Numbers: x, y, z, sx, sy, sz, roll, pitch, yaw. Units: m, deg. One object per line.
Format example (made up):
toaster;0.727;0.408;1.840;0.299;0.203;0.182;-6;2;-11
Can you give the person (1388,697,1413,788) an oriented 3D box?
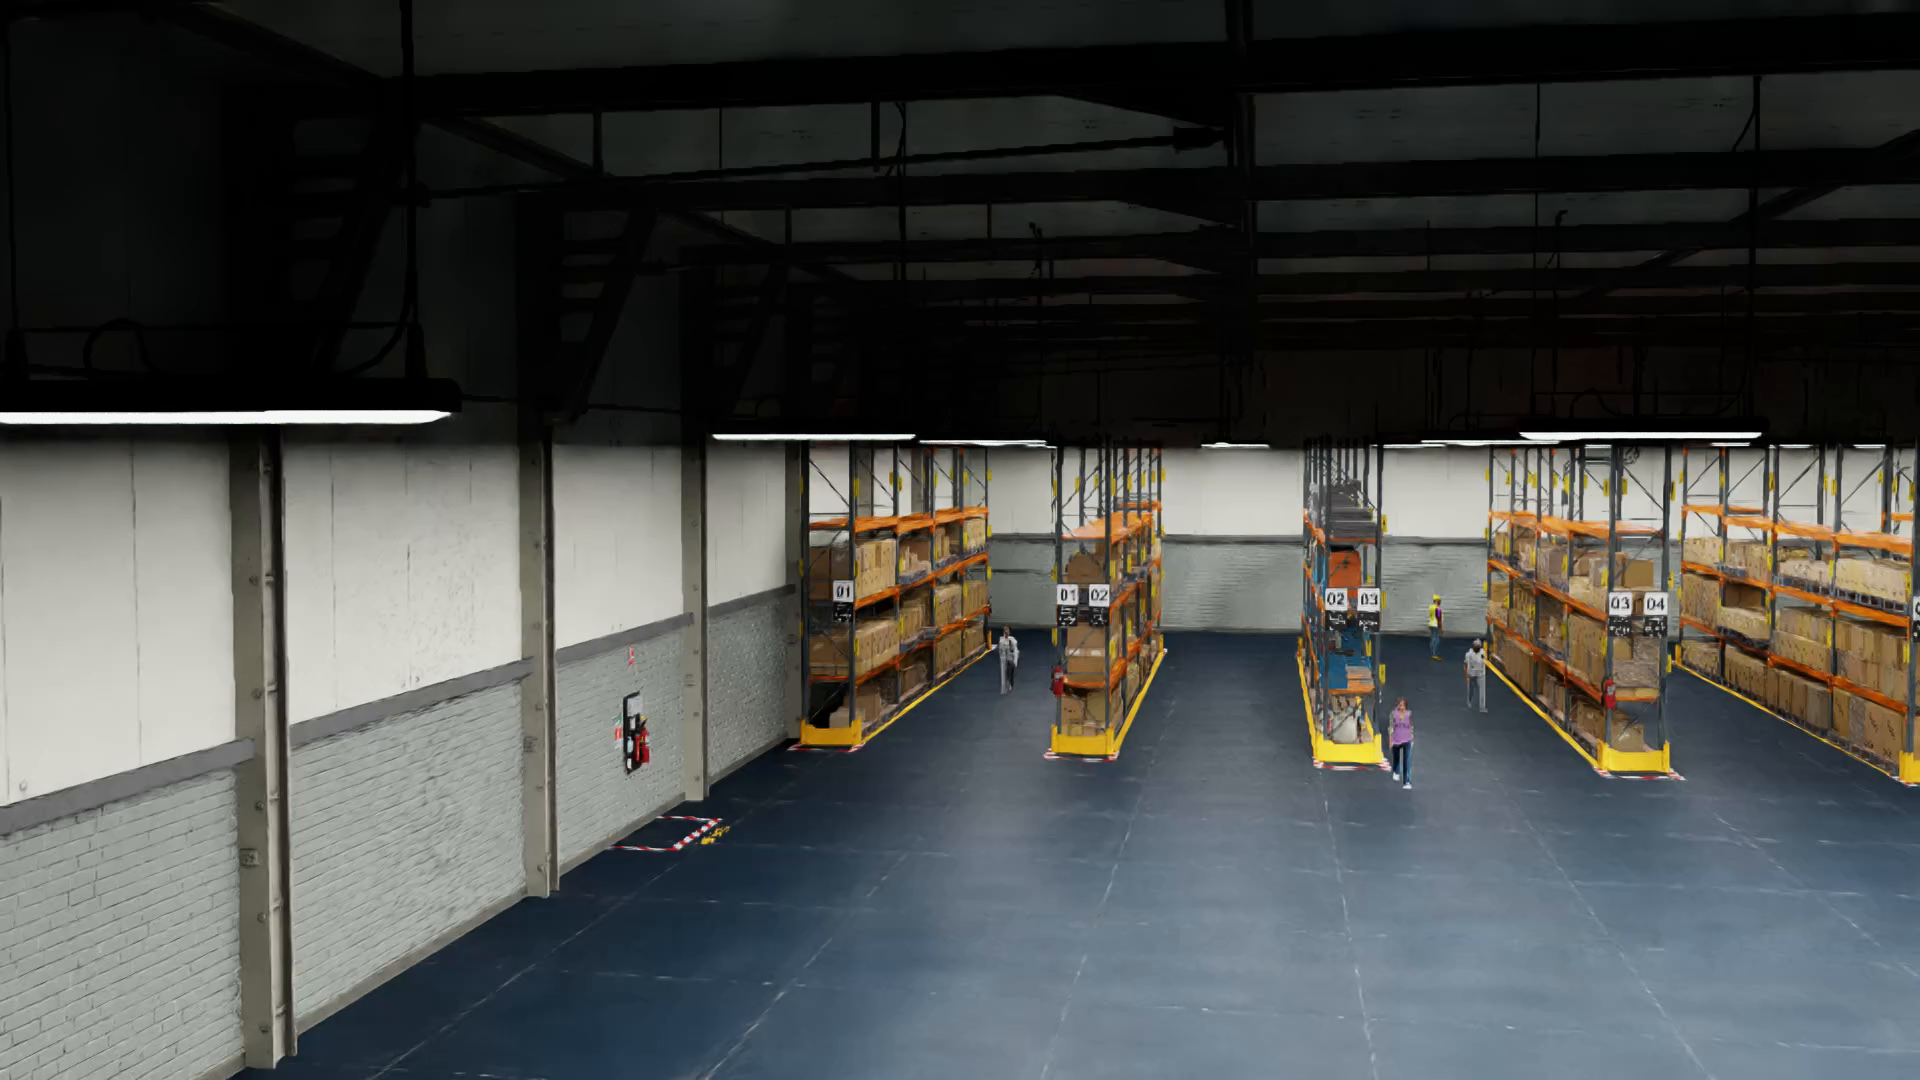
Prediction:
person;7.505;3.416;28.326;0.417;1.516;1.036;1;3;13

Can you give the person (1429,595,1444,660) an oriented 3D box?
person;13.004;2.370;45.349;0.375;1.775;0.644;0;3;-3

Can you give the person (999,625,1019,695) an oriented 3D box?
person;1.132;2.792;39.009;0.500;1.625;0.998;0;3;9

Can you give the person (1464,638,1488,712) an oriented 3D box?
person;11.331;2.942;36.521;0.497;1.583;1.090;1;3;12
